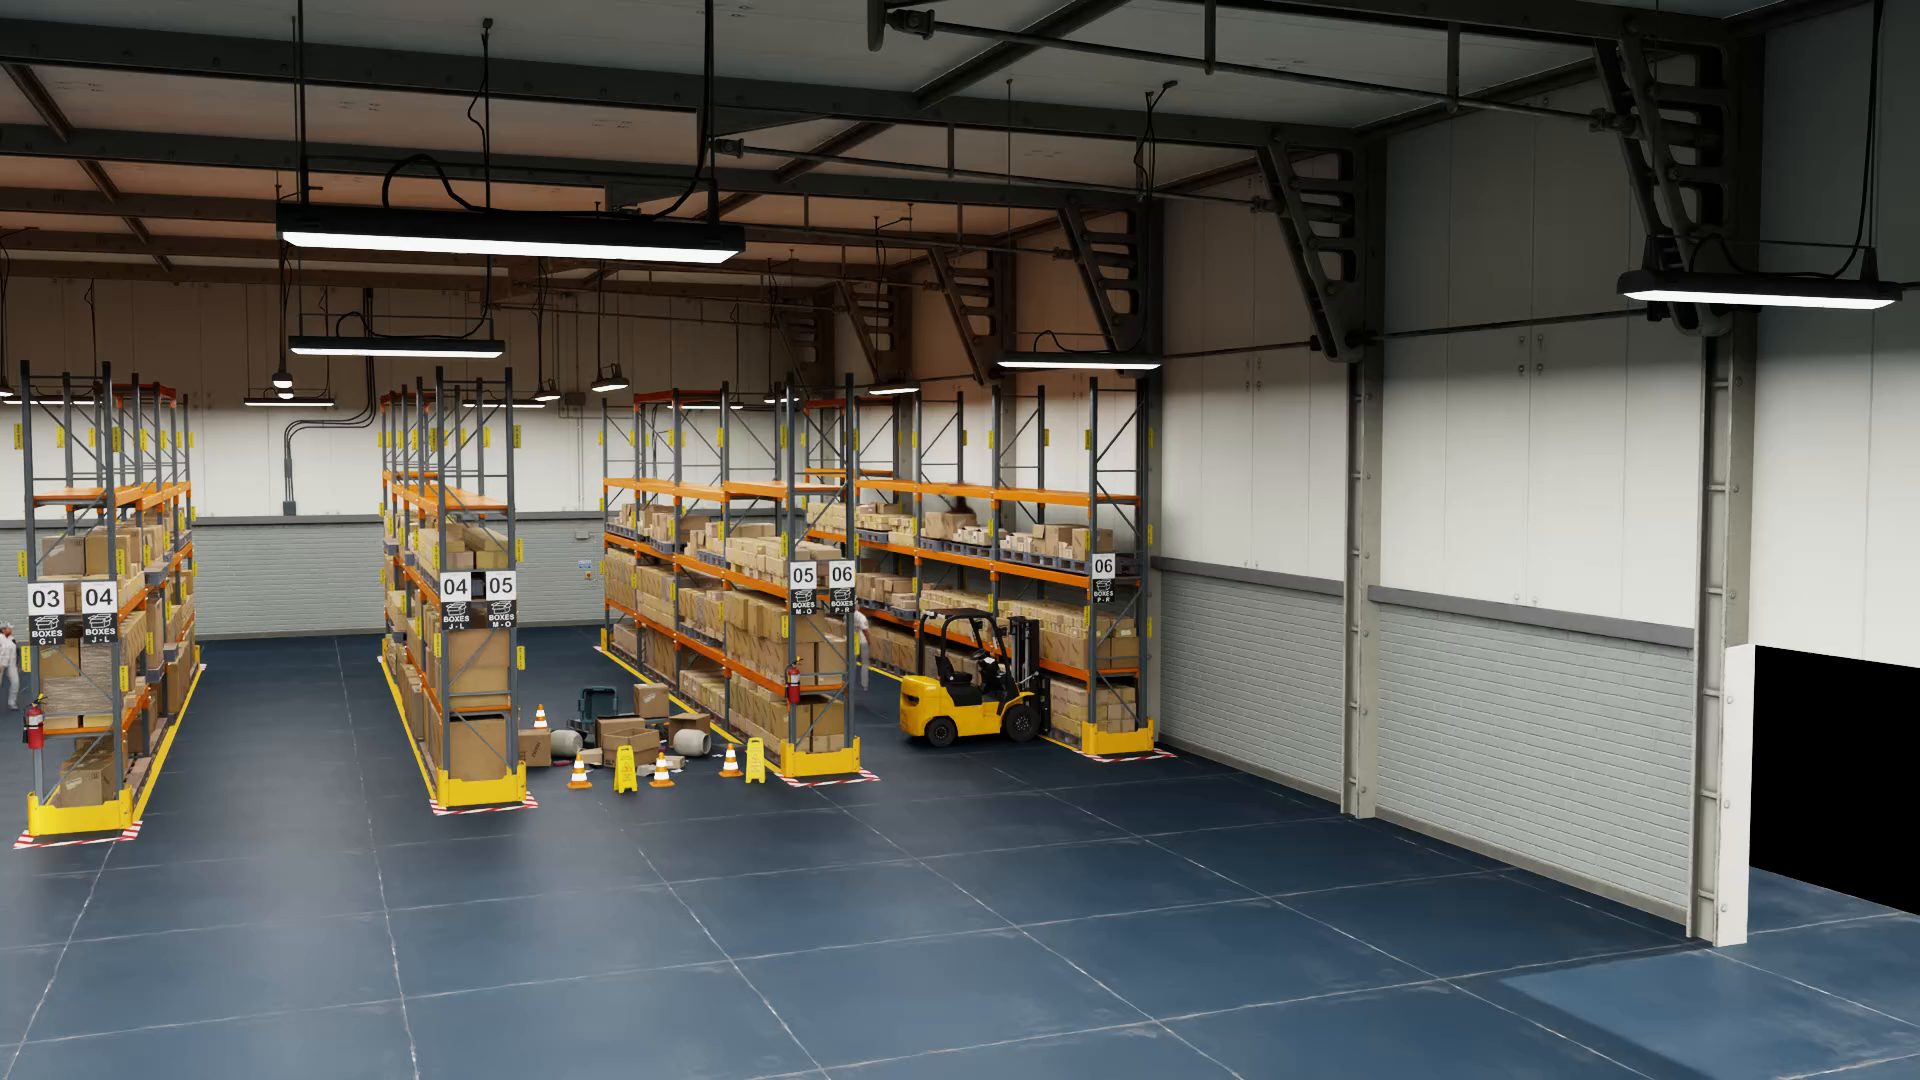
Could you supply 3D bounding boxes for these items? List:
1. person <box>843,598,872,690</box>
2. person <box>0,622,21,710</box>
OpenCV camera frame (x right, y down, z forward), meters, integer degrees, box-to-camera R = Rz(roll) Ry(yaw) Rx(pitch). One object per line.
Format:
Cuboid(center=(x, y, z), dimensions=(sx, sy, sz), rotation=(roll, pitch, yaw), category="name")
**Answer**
Cuboid(center=(-1.929, 1.950, 31.322), dimensions=(0.570, 1.778, 0.467), rotation=(1, 4, 18), category="person")
Cuboid(center=(-17.768, 2.343, 30.940), dimensions=(0.613, 1.639, 0.550), rotation=(2, 4, 35), category="person")
